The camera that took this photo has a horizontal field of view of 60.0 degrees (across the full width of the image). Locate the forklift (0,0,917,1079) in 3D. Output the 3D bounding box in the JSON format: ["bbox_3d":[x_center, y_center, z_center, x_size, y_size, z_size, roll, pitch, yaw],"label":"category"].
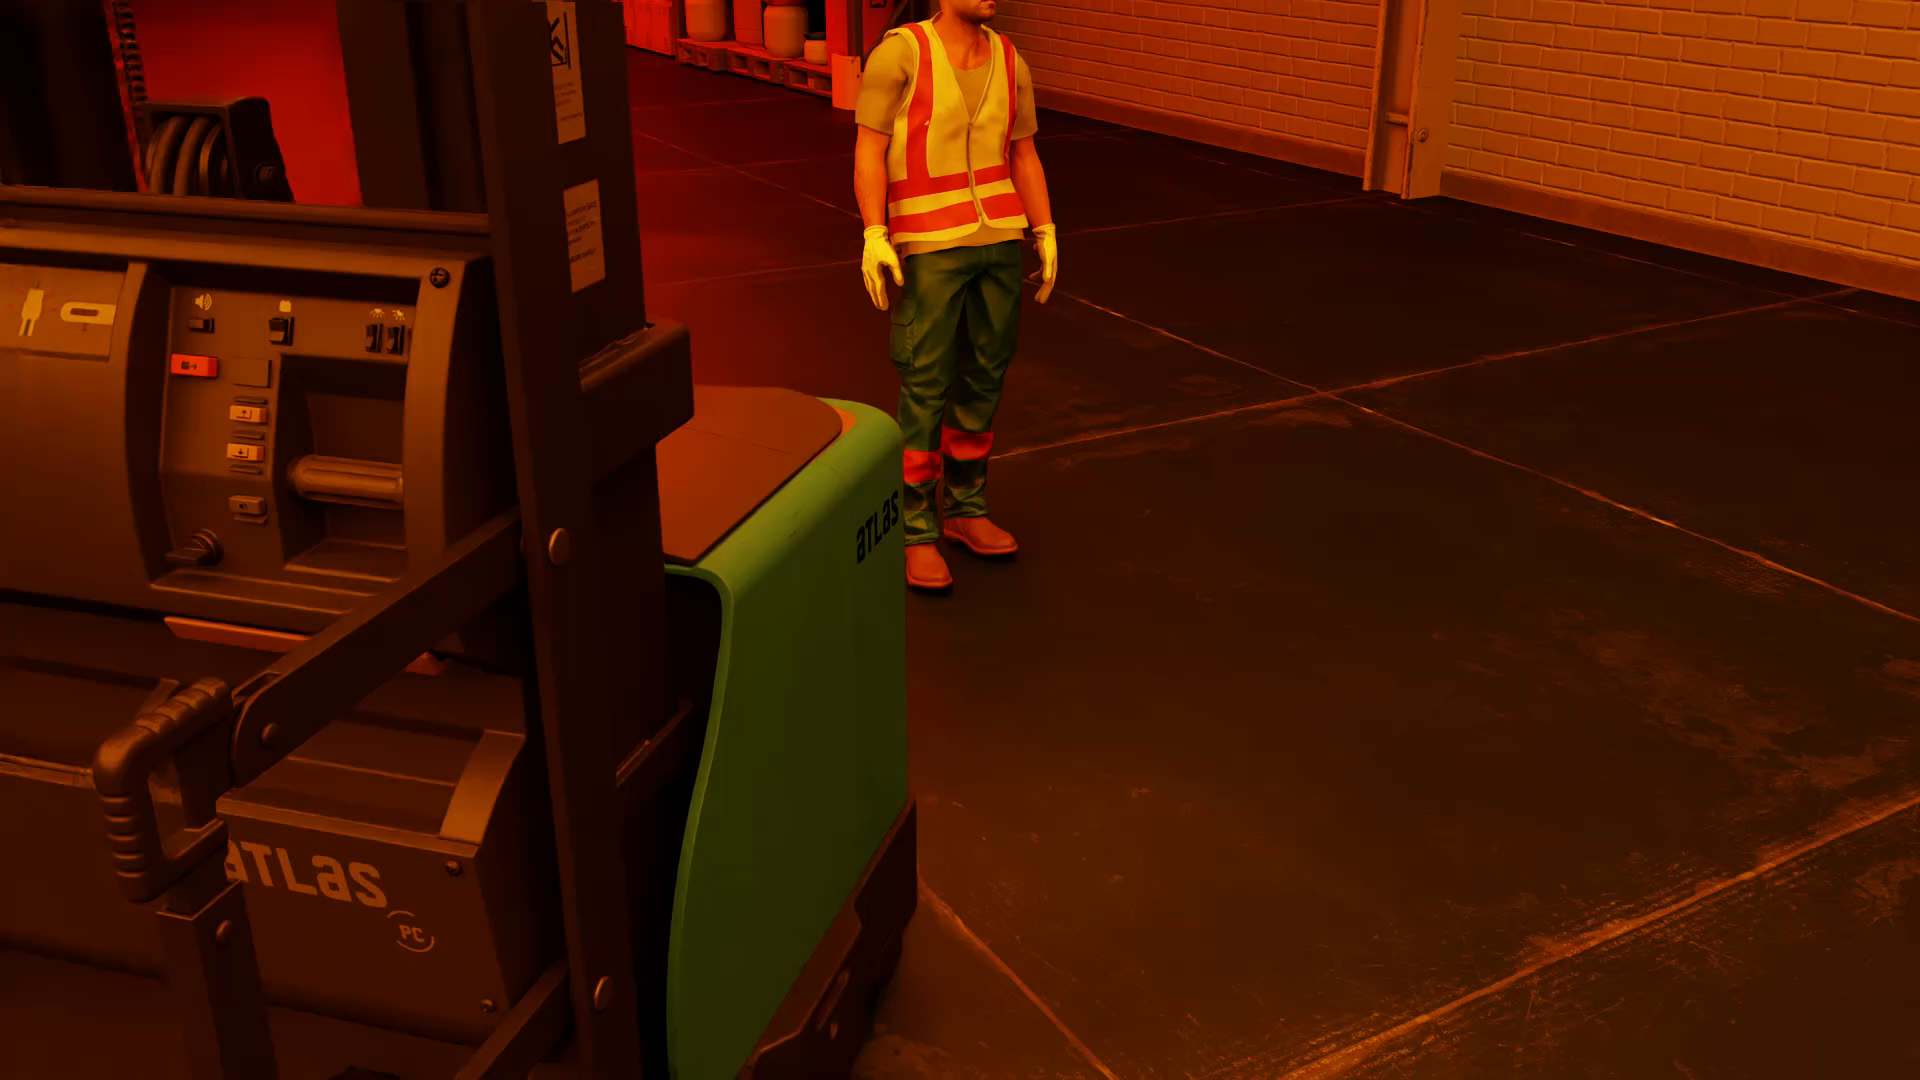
[{"bbox_3d":[-0.993,-0.118,1.561,1.130,2.935,3.031,6,23,15],"label":"forklift"}]

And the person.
[{"bbox_3d":[0.030,-0.806,4.723,0.638,1.787,0.564,-12,25,-28],"label":"person"}]
